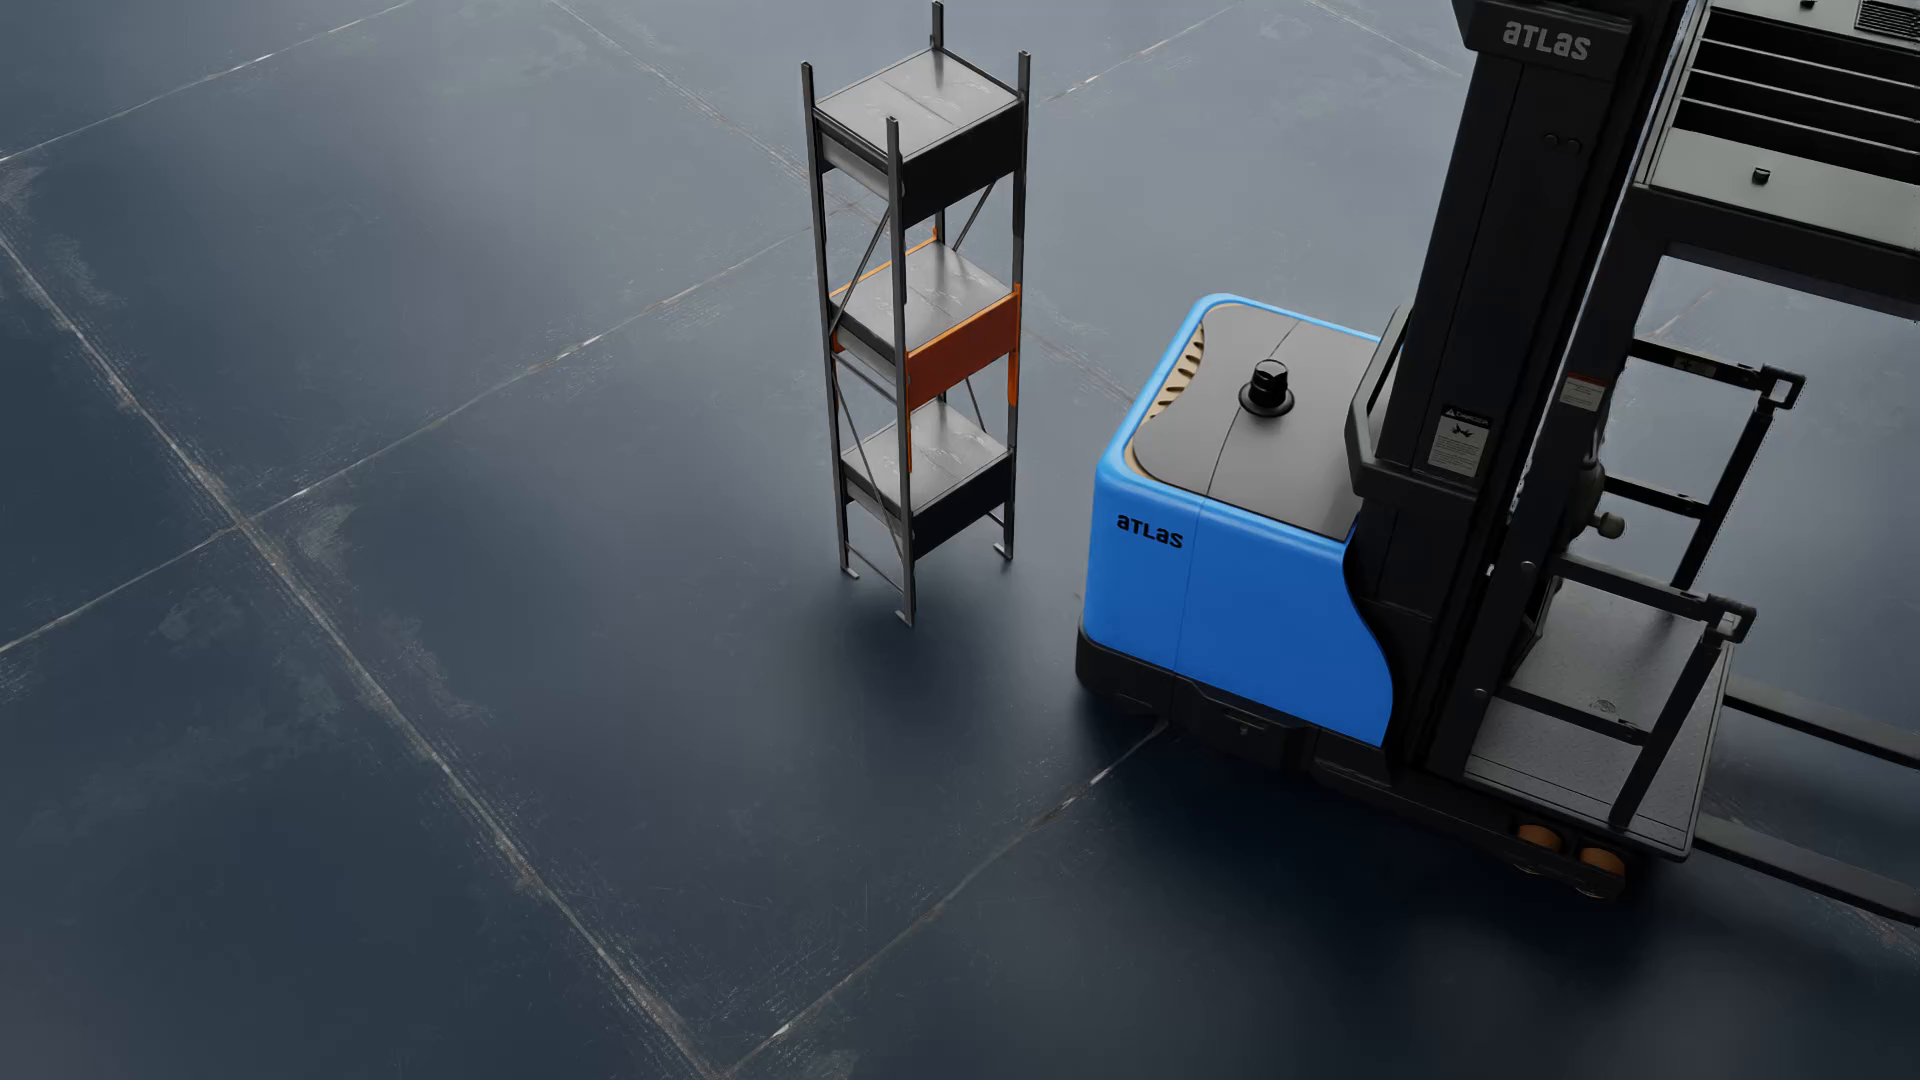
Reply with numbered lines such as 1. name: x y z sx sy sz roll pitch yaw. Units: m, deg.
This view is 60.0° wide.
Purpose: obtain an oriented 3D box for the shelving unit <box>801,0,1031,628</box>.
1. shelving unit: -0.122 -0.630 5.403 0.503 2.100 0.431 -34 56 -27

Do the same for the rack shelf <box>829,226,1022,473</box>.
1. rack shelf: -0.122 -0.621 5.413 0.480 0.518 0.431 -34 56 -27

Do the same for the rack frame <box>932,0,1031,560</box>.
1. rack frame: 0.058 -0.751 5.514 0.015 2.100 0.400 -34 56 -27

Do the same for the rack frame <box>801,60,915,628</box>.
1. rack frame: -0.303 -0.510 5.291 0.015 2.100 0.400 -34 56 -27

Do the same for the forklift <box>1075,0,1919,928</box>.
1. forklift: 1.953 -0.323 4.554 3.031 2.935 1.130 20 50 17

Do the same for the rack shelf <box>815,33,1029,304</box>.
1. rack shelf: -0.122 -1.096 4.898 0.480 0.518 0.431 -34 56 -27

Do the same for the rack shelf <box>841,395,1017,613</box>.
1. rack shelf: -0.122 -0.146 5.927 0.480 0.518 0.431 -34 56 -27
